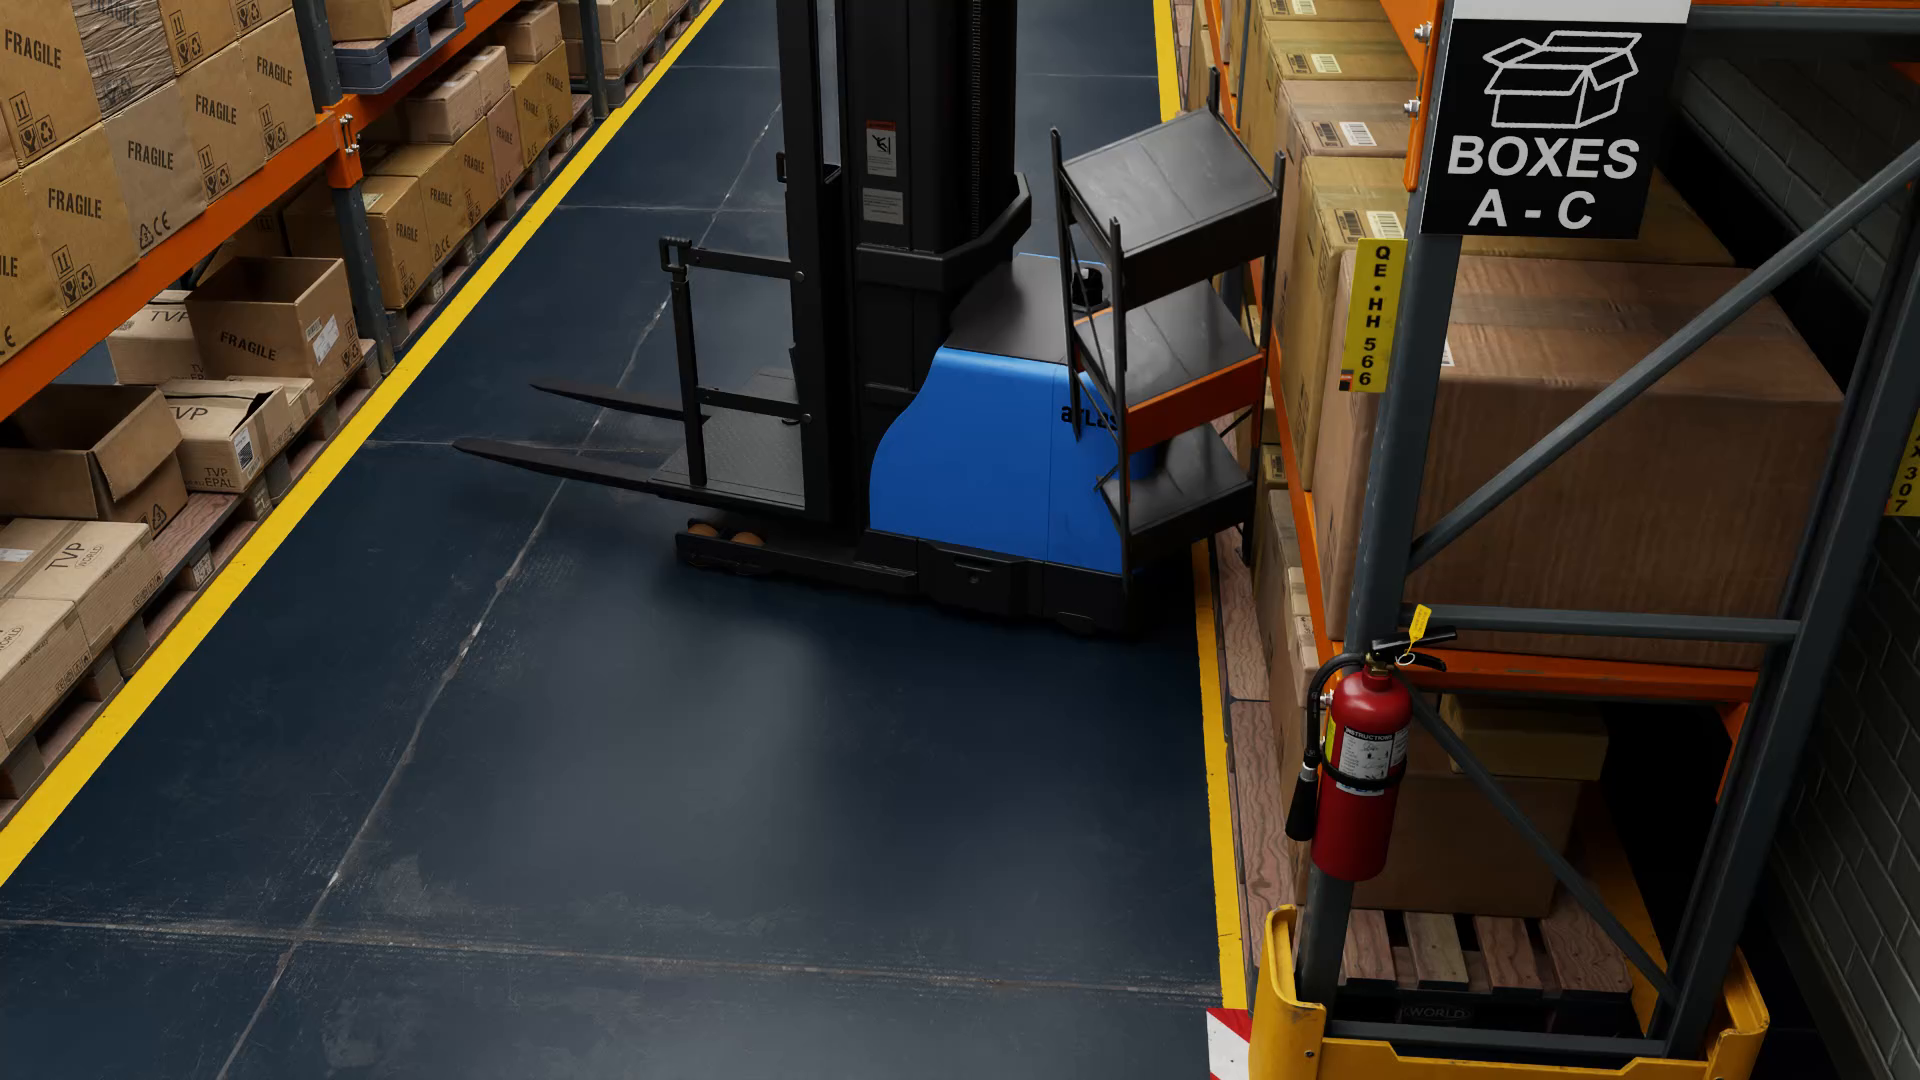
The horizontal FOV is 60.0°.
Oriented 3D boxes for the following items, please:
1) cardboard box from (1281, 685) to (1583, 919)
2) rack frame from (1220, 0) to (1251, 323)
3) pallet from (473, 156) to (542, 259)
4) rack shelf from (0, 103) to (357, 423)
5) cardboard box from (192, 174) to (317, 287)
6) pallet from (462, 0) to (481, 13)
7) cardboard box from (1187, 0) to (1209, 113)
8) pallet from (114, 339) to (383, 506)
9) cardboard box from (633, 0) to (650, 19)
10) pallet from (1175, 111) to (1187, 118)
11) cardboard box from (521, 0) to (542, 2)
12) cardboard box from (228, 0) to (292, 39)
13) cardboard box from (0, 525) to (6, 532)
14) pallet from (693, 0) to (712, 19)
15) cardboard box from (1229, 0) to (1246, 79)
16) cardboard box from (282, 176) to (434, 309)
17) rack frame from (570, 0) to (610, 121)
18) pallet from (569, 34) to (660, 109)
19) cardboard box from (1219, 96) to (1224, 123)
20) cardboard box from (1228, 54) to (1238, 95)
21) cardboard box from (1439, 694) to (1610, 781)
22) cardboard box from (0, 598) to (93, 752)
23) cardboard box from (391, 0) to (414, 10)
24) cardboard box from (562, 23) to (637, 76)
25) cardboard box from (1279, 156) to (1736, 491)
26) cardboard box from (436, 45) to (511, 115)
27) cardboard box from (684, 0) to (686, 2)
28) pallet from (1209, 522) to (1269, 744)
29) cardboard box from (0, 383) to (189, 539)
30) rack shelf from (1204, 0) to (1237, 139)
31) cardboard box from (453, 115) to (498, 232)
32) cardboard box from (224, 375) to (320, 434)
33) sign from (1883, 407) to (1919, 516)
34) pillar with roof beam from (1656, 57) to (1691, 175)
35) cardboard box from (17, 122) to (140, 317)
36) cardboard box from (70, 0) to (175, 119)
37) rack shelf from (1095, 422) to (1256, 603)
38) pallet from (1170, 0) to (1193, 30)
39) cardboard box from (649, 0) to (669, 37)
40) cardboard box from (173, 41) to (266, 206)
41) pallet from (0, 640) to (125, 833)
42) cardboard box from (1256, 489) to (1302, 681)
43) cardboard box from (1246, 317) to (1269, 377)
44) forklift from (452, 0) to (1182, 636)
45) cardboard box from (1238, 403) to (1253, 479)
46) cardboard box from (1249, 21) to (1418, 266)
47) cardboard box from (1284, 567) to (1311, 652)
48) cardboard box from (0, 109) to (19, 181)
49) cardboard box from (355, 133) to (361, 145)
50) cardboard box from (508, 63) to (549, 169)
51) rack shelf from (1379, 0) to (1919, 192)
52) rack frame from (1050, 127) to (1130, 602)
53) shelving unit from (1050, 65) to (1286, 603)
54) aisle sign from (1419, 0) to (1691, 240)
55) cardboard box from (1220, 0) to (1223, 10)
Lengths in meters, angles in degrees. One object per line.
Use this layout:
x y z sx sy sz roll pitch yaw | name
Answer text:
1.312 0.701 4.736 0.700 0.500 0.500 2 32 4 | cardboard box
1.680 -1.906 6.983 1.000 3.000 0.127 2 32 4 | rack frame
-3.132 -1.995 9.786 1.003 0.211 1.213 2 32 4 | pallet
-3.420 -0.763 5.815 1.077 0.370 4.000 2 32 4 | rack shelf
-3.503 -1.509 8.302 0.500 0.500 0.500 2 32 4 | cardboard box
-3.086 -3.108 9.117 1.003 0.211 1.213 2 32 4 | pallet
1.815 -2.882 10.216 0.750 0.750 0.750 2 32 3 | cardboard box
-3.314 -0.569 7.472 1.003 0.211 1.213 2 32 4 | pallet
-2.562 -3.990 12.052 0.500 0.311 0.500 2 32 3 | cardboard box
1.866 -2.401 10.445 1.003 0.211 1.213 2 32 4 | pallet
-3.135 -3.738 11.643 0.500 0.311 0.500 3 32 5 | cardboard box
-3.041 -2.308 6.588 0.500 0.500 0.500 3 32 4 | cardboard box
-3.677 0.169 5.818 0.500 0.250 0.500 2 32 4 | cardboard box
-2.627 -4.724 14.215 1.003 0.211 1.213 2 32 4 | pallet
1.466 -2.335 7.283 0.500 0.500 0.500 2 32 3 | cardboard box
-2.975 -1.481 8.257 0.500 0.500 0.500 1 32 2 | cardboard box
-2.932 -4.207 10.717 1.000 3.000 0.127 2 32 4 | rack frame
-2.826 -3.449 12.145 1.003 0.211 1.213 2 32 4 | pallet
1.673 -1.980 8.752 0.750 0.750 0.750 3 32 5 | cardboard box
1.422 -2.129 7.566 0.380 0.149 0.250 3 32 5 | cardboard box
1.501 0.499 4.445 0.380 0.149 0.250 3 32 4 | cardboard box
-3.216 0.426 5.401 0.500 0.250 0.500 2 32 4 | cardboard box
-3.003 -2.937 8.161 0.700 0.500 0.500 7 32 12 | cardboard box
-2.597 -3.476 11.752 0.500 0.250 0.500 2 32 4 | cardboard box
1.434 -0.590 4.562 0.980 0.700 0.700 2 32 4 | cardboard box
-2.854 -2.585 9.335 0.500 0.250 0.500 2 32 3 | cardboard box
-2.435 -4.545 13.487 0.500 0.250 0.500 3 32 5 | cardboard box
1.443 0.315 6.037 1.003 0.211 1.213 2 32 4 | pallet
-3.405 -0.257 6.268 0.797 0.503 0.637 2 32 4 | cardboard box
1.843 -2.645 8.869 1.077 0.370 4.000 2 32 4 | rack shelf
-2.895 -2.021 9.134 0.500 0.500 0.500 3 32 5 | cardboard box
-2.992 -0.580 7.130 0.380 0.149 0.250 2 32 4 | cardboard box
1.907 -0.189 3.298 0.100 0.325 0.005 2 32 4 | sign
-1.806 -4.240 5.054 9.100 9.000 0.400 2 32 4 | pillar with roof beam
-3.162 -1.081 5.549 0.500 0.500 0.500 3 32 5 | cardboard box
-3.121 -1.776 5.725 0.500 0.500 0.500 3 32 4 | cardboard box
0.733 -0.136 5.955 0.480 0.518 0.431 -23 58 -8 | rack shelf
2.269 -4.495 13.842 1.003 0.211 1.213 2 32 4 | pallet
-2.520 -4.011 12.621 0.500 0.250 0.500 2 32 3 | cardboard box
-3.083 -1.616 6.418 0.500 0.500 0.500 3 32 5 | cardboard box
-3.513 0.707 5.402 1.003 0.211 1.213 2 32 4 | pallet
1.393 0.176 5.587 0.700 0.500 0.500 1 32 2 | cardboard box
1.307 -0.738 6.453 0.380 0.149 0.250 3 32 6 | cardboard box
-0.594 -1.357 6.159 3.031 2.935 1.130 10 33 16 | forklift
1.473 -0.371 6.475 0.700 0.500 0.500 2 32 3 | cardboard box
1.555 -1.369 5.826 0.980 0.700 0.700 2 32 3 | cardboard box
1.160 0.216 4.904 0.380 0.149 0.250 3 32 5 | cardboard box
-3.204 -1.248 4.867 0.500 0.500 0.500 3 32 5 | cardboard box
-3.413 -2.029 9.147 0.500 0.500 0.500 3 32 5 | cardboard box
-2.817 -2.560 10.009 0.500 0.500 0.500 1 32 2 | cardboard box
1.517 -1.831 4.688 1.077 0.370 4.000 2 32 4 | rack shelf
0.438 -0.419 5.321 0.015 2.100 0.400 -23 58 -8 | rack frame
0.661 -0.513 5.354 0.503 2.100 0.431 -23 58 -8 | shelving unit
1.049 -0.896 2.867 0.394 0.787 0.004 2 32 4 | aisle sign
1.547 -2.865 8.142 0.500 0.500 0.500 3 32 4 | cardboard box
